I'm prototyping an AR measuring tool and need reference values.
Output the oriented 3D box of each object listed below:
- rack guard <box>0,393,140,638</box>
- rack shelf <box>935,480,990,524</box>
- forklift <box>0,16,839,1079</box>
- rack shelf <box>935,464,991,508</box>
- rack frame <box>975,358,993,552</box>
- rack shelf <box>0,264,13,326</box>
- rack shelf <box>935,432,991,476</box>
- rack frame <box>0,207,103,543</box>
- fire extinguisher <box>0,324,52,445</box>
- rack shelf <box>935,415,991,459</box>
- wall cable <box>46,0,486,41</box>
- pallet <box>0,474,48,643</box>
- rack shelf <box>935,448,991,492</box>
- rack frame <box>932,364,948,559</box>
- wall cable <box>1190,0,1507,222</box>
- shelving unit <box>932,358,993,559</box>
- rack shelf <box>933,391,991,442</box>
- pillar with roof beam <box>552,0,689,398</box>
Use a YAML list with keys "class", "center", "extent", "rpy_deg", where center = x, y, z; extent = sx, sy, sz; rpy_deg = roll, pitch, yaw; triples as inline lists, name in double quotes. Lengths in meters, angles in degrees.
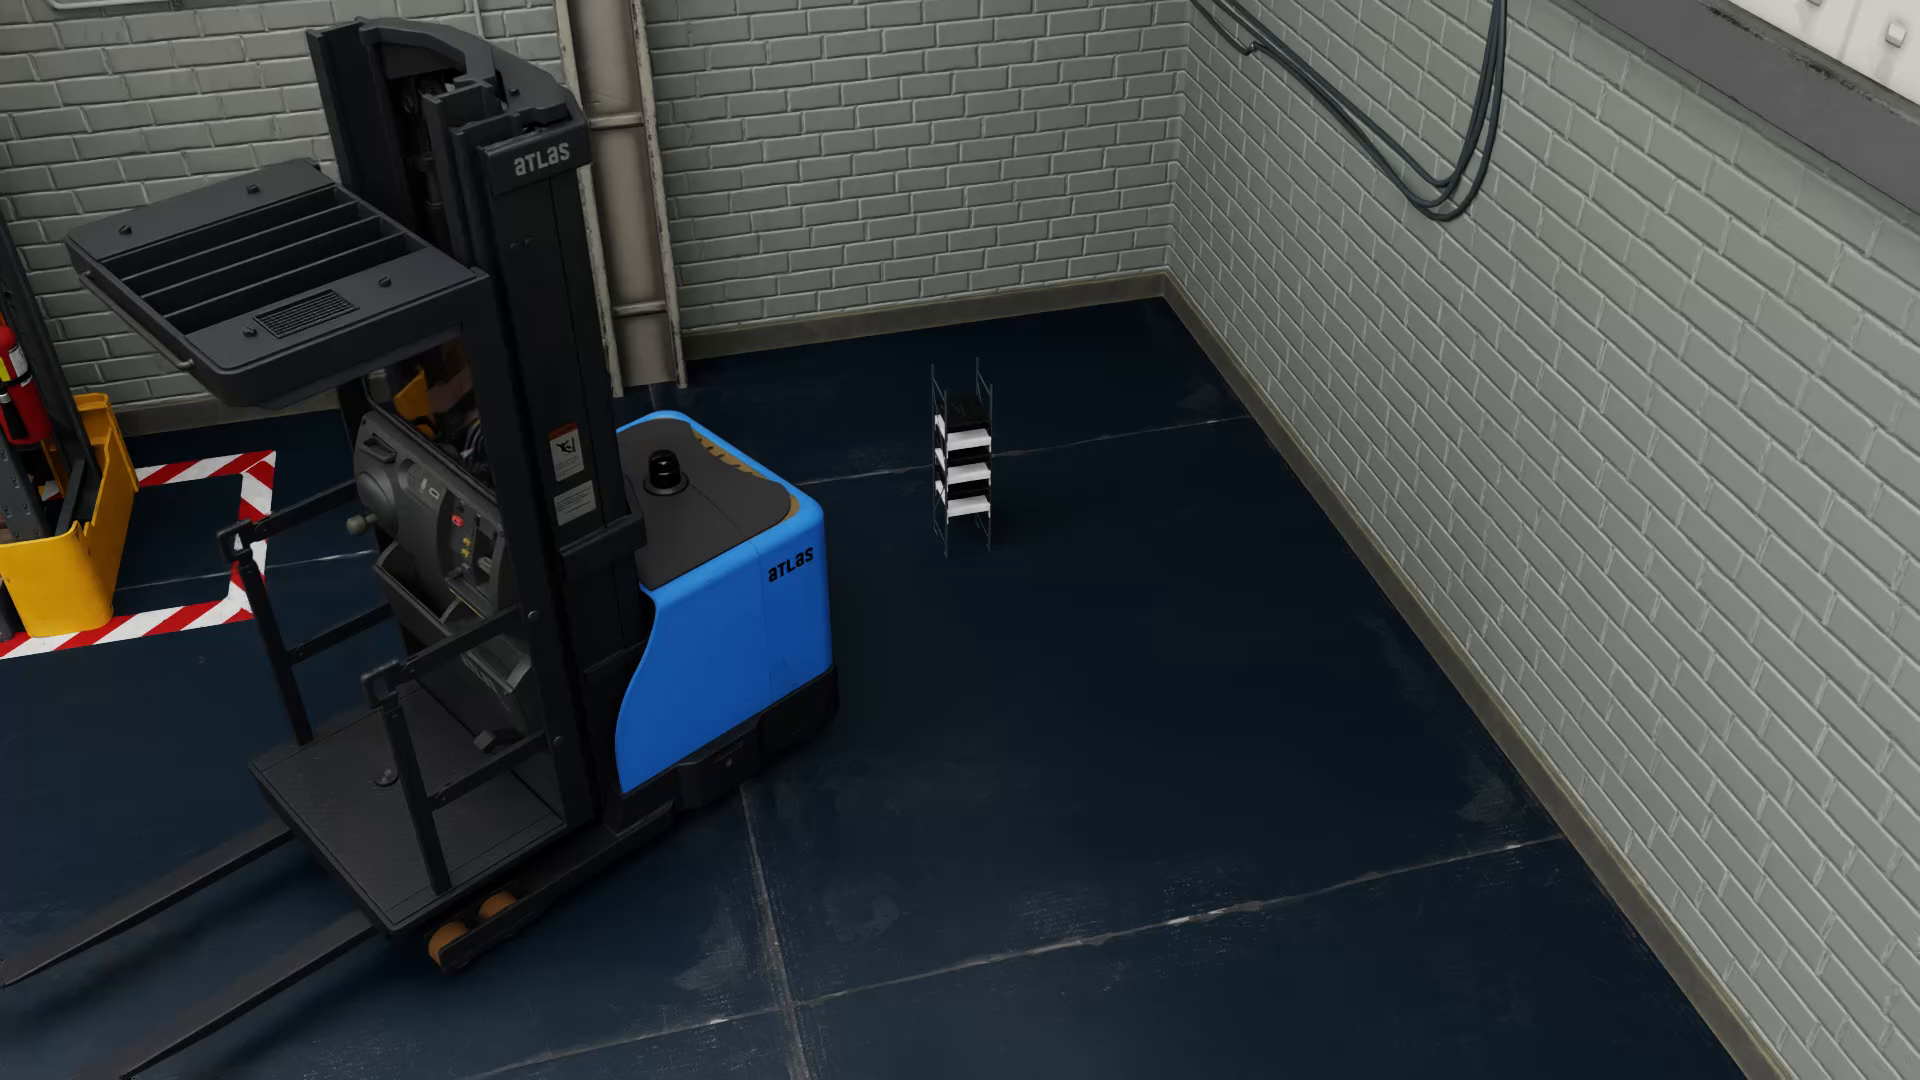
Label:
- class: "rack guard"
  center: [-4.026, -0.135, 7.515]
  extent: [0.348, 0.500, 1.175]
  rpy_deg: [-9, 38, -12]
- class: "rack shelf"
  center: [0.008, -0.189, 7.608]
  extent: [0.200, 0.077, 0.258]
  rpy_deg: [-9, 38, -12]
- class: "forklift"
  center: [-1.901, -0.027, 5.373]
  extent: [3.031, 2.935, 1.130]
  rpy_deg: [-30, 47, -33]
- class: "rack shelf"
  center: [0.008, -0.261, 7.553]
  extent: [0.200, 0.077, 0.258]
  rpy_deg: [-9, 38, -12]
- class: "rack frame"
  center: [0.106, -0.375, 7.499]
  extent: [0.006, 0.900, 0.240]
  rpy_deg: [-9, 38, -12]
- class: "rack shelf"
  center: [-5.980, -0.521, 6.555]
  extent: [4.000, 0.370, 1.077]
  rpy_deg: [-9, 38, -12]
- class: "rack shelf"
  center: [0.008, -0.404, 7.444]
  extent: [0.200, 0.077, 0.258]
  rpy_deg: [-9, 38, -12]
- class: "rack frame"
  center: [-4.050, -1.124, 6.750]
  extent: [0.127, 3.000, 1.000]
  rpy_deg: [-9, 38, -12]
- class: "fire extinguisher"
  center: [-3.784, -0.698, 6.564]
  extent: [0.183, 0.674, 0.296]
  rpy_deg: [-9, 38, -12]
- class: "rack shelf"
  center: [0.008, -0.475, 7.389]
  extent: [0.200, 0.077, 0.258]
  rpy_deg: [-9, 38, -12]
- class: "wall cable"
  center: [-3.060, -2.285, 7.432]
  extent: [1.851, 1.984, 0.084]
  rpy_deg: [-9, 38, -12]
- class: "pallet"
  center: [-4.801, 0.156, 7.372]
  extent: [1.213, 0.211, 1.003]
  rpy_deg: [-9, 38, -12]
- class: "rack shelf"
  center: [0.008, -0.332, 7.499]
  extent: [0.200, 0.077, 0.258]
  rpy_deg: [-9, 38, -12]
- class: "rack frame"
  center: [-0.090, -0.343, 7.457]
  extent: [0.006, 0.900, 0.240]
  rpy_deg: [-9, 38, -12]
- class: "wall cable"
  center: [1.504, -2.959, 6.768]
  extent: [0.112, 2.526, 3.097]
  rpy_deg: [-9, 38, -12]
- class: "shelving unit"
  center: [0.008, -0.359, 7.478]
  extent: [0.210, 0.900, 0.258]
  rpy_deg: [-9, 38, -12]
- class: "rack shelf"
  center: [0.008, -0.547, 7.334]
  extent: [0.200, 0.077, 0.258]
  rpy_deg: [-9, 38, -12]
- class: "pillar with roof beam"
  center: [-0.546, -1.916, 2.849]
  extent: [0.400, 9.000, 9.100]
  rpy_deg: [-9, 38, -12]
